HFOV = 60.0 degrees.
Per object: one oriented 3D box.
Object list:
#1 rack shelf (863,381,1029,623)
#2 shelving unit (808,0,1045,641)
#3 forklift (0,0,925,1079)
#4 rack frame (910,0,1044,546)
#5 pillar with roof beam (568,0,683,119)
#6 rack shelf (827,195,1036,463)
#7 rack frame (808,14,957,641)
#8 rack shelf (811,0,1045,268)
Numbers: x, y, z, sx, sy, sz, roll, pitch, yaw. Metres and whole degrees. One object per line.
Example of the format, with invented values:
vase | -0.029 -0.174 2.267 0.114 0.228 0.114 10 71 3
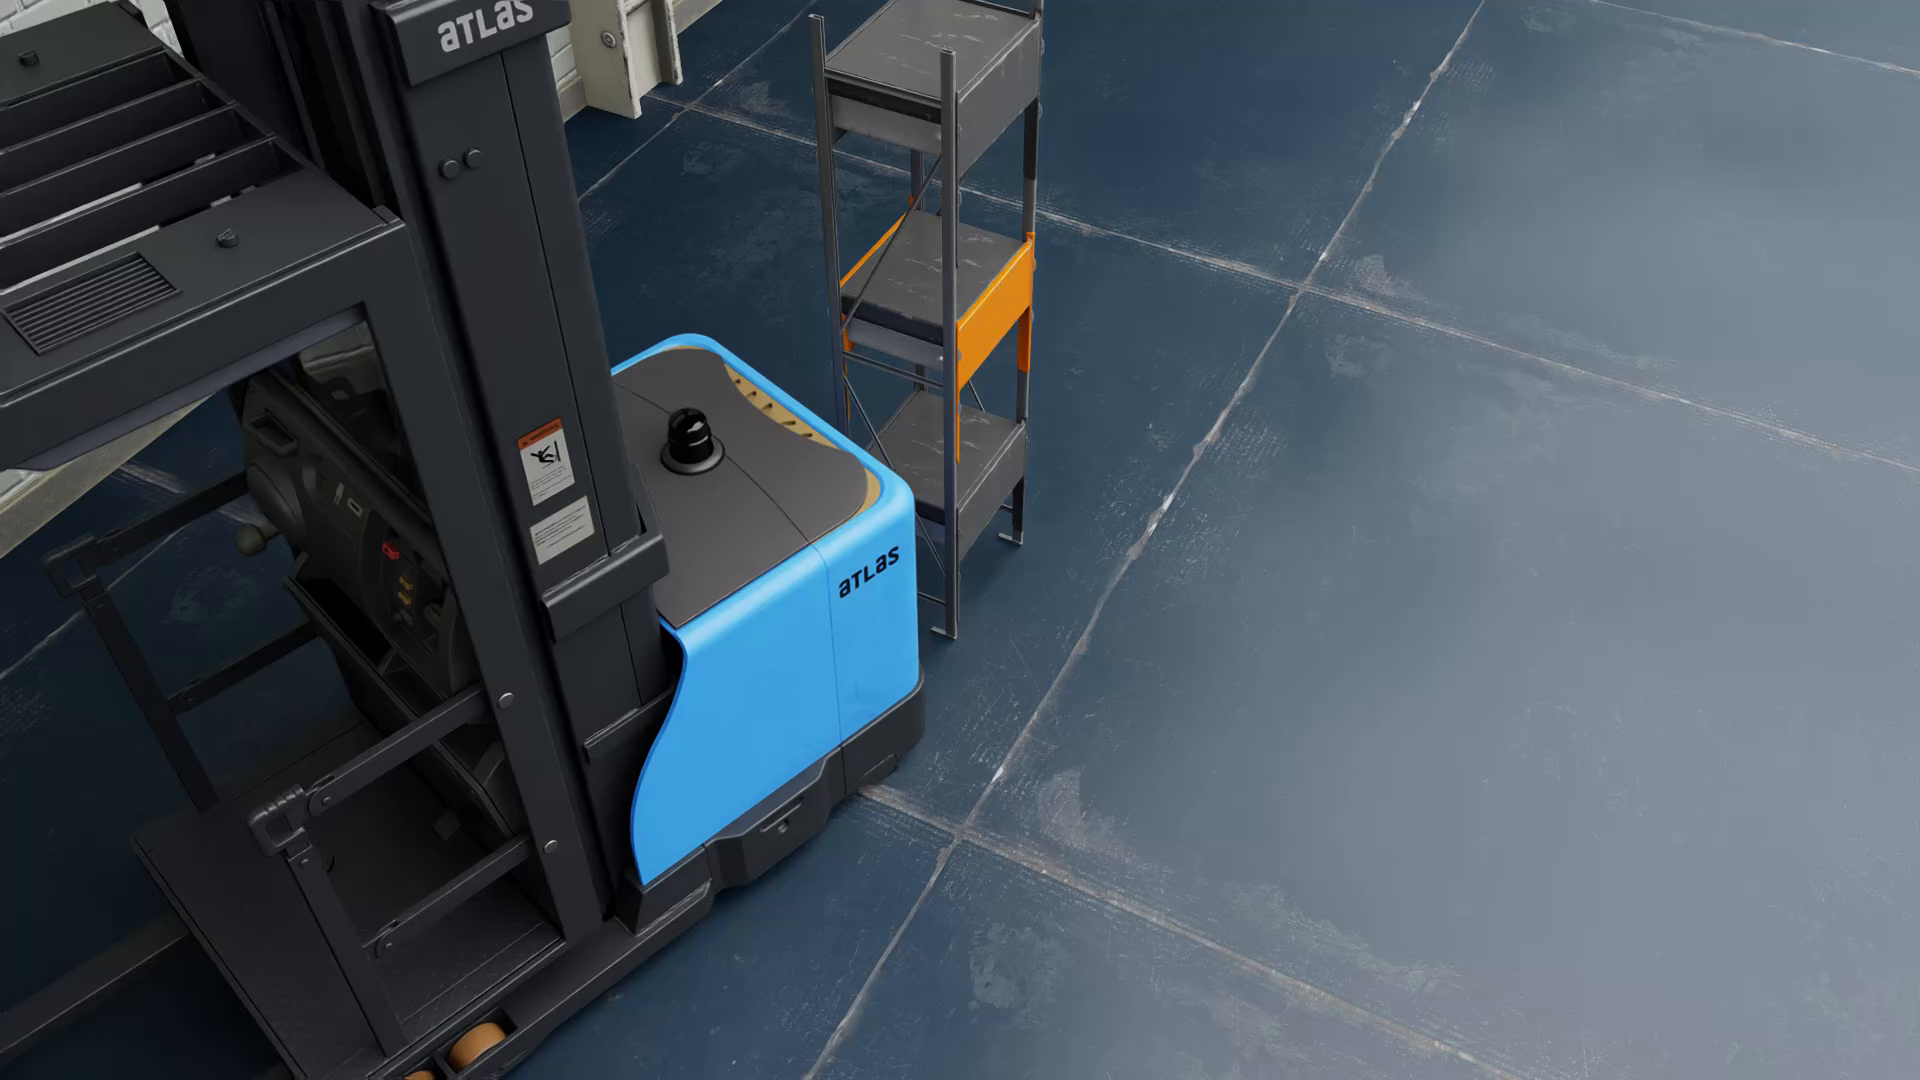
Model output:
rack shelf | -0.077 -0.132 5.408 0.431 0.518 0.480 20 49 19
shelving unit | -0.077 -0.634 4.900 0.431 2.100 0.503 20 49 19
forklift | -1.520 0.065 3.625 3.031 2.935 1.130 -34 54 -29
rack frame | 0.036 -0.788 5.052 0.400 2.100 0.015 20 49 19
pillar with roof beam | 2.271 -3.858 3.236 9.100 9.000 0.400 20 49 19
rack shelf | -0.077 -0.624 4.910 0.431 0.518 0.480 20 49 19
rack frame | -0.190 -0.480 4.748 0.400 2.100 0.015 20 49 19
rack shelf | -0.077 -1.116 4.412 0.431 0.518 0.480 20 49 19
